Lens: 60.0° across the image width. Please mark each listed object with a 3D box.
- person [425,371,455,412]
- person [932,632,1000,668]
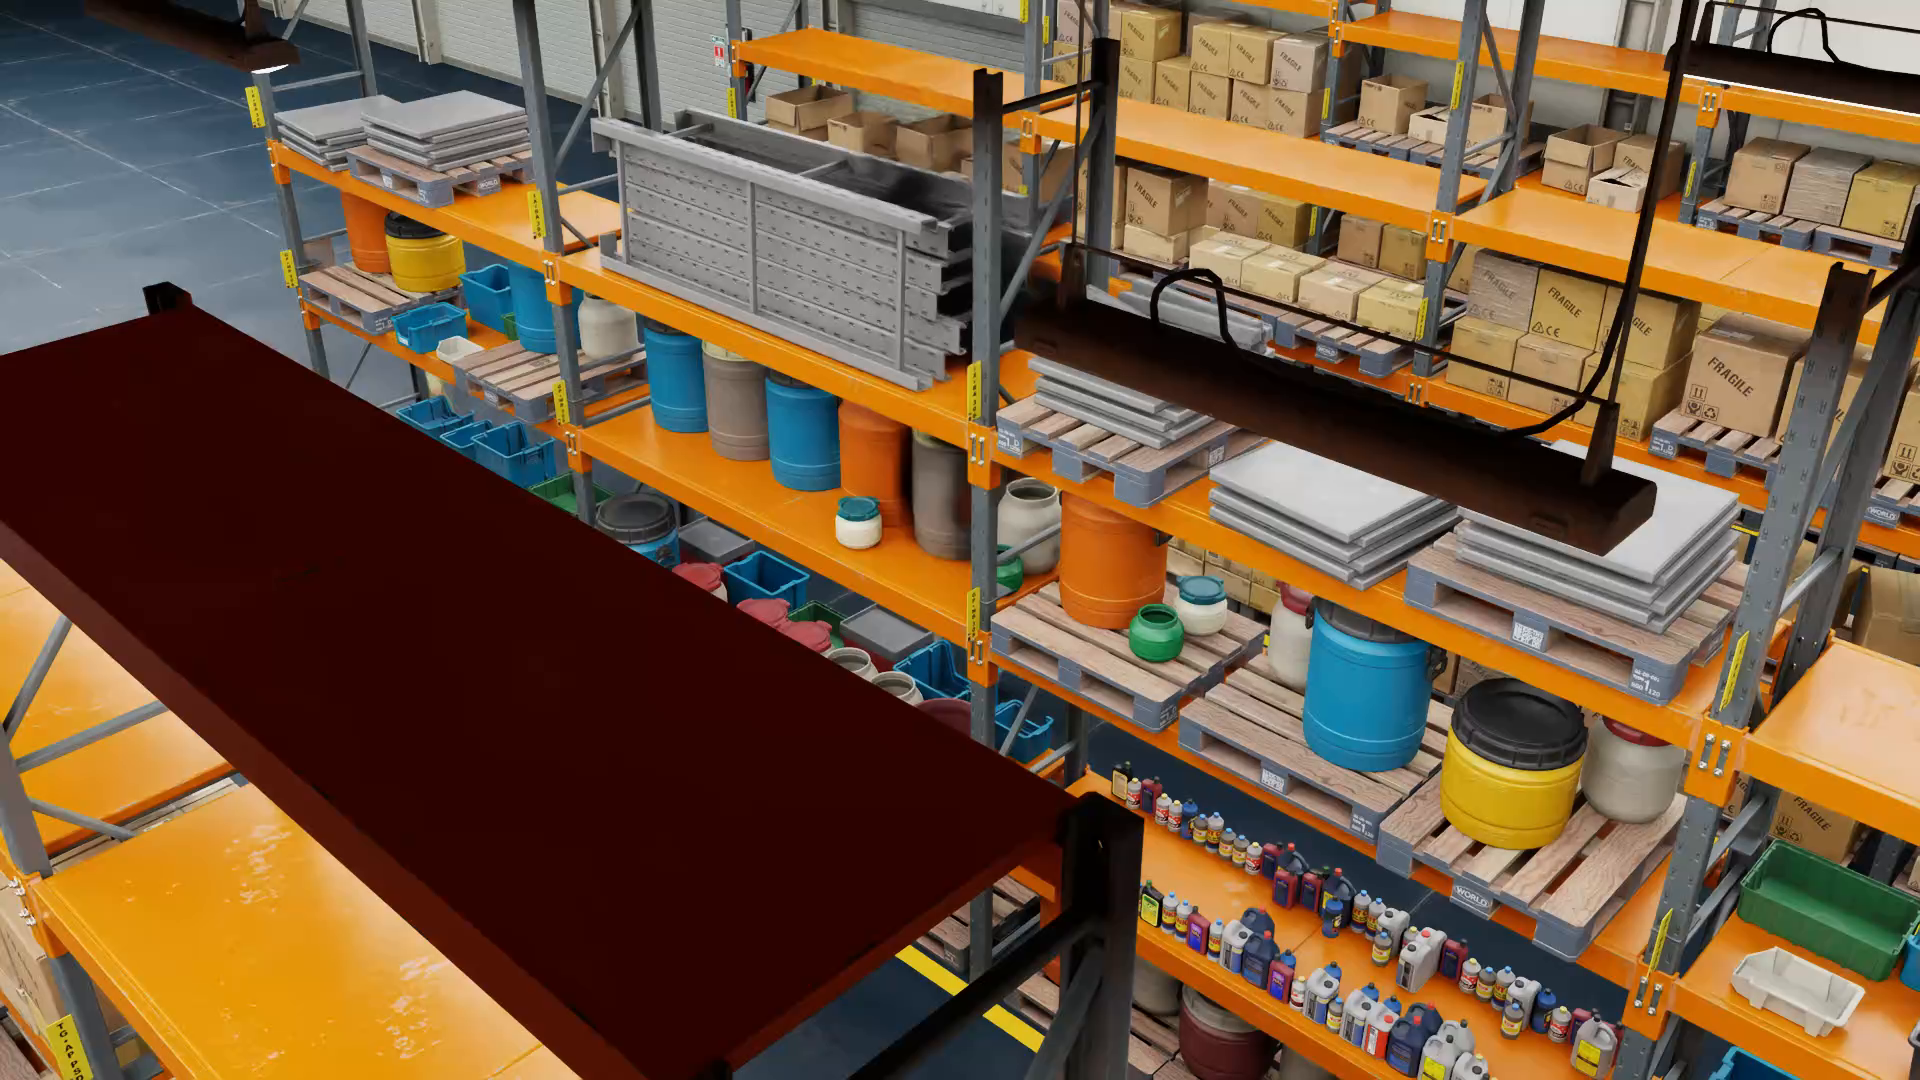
[{"bbox_3d":[-5.283,-1.251,16.772,0.860,1.680,0.646,4,30,8],"label":"person"},{"bbox_3d":[-0.040,0.456,13.719,0.892,1.681,0.600,15,32,24],"label":"person"}]
